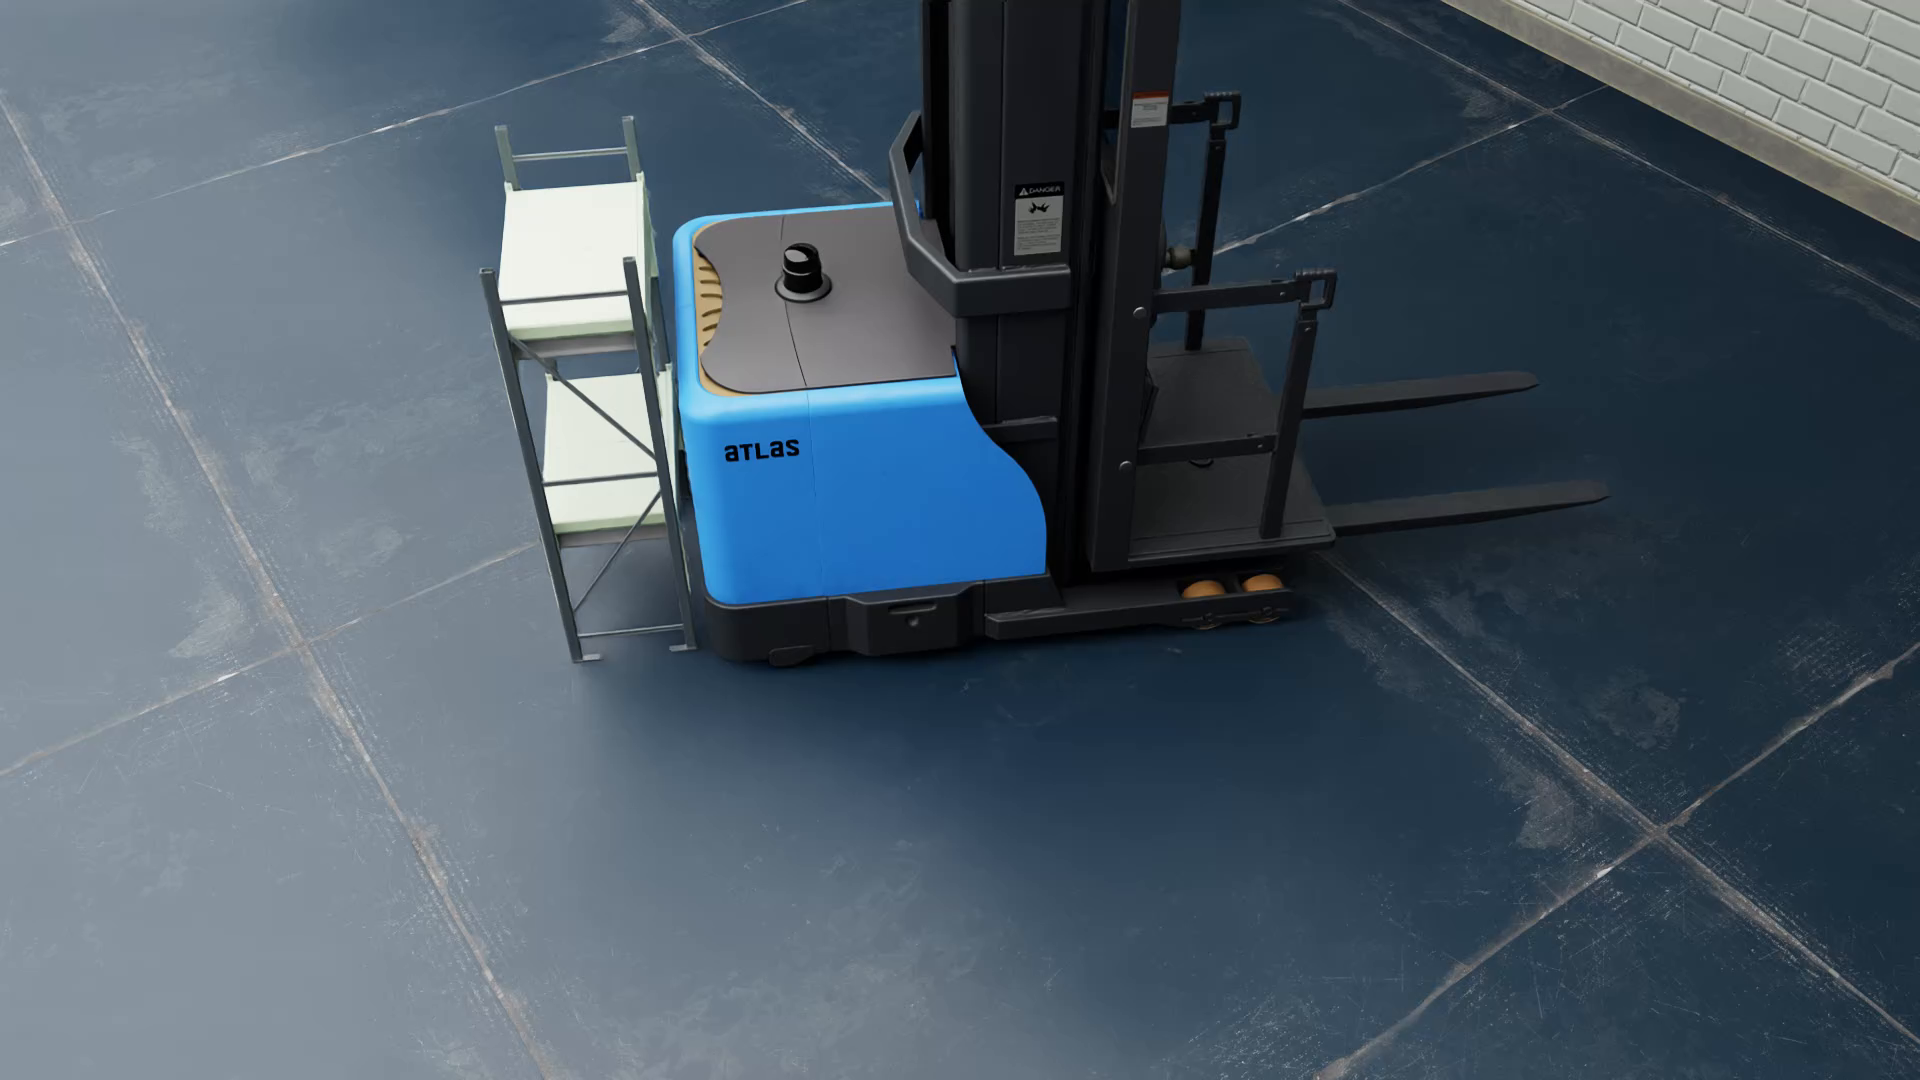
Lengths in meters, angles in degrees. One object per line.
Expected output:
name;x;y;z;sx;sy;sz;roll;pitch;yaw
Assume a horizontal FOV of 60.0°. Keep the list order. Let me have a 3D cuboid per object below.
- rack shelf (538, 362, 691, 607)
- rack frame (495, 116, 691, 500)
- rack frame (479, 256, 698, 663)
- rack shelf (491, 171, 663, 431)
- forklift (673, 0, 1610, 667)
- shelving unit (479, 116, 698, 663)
rack shelf;-1.101;-0.189;5.334;0.431;0.370;0.720;-6;44;-6
rack frame;-1.154;-0.675;5.370;0.400;1.500;0.023;-6;44;-6
rack frame;-1.047;-0.174;4.847;0.400;1.500;0.023;-6;44;-6
rack shelf;-1.101;-0.707;4.839;0.431;0.370;0.720;-6;44;-6
forklift;0.640;-1.125;4.806;3.031;2.935;1.130;-6;44;-6
shelving unit;-1.101;-0.425;5.109;0.431;1.500;0.755;-6;44;-6
